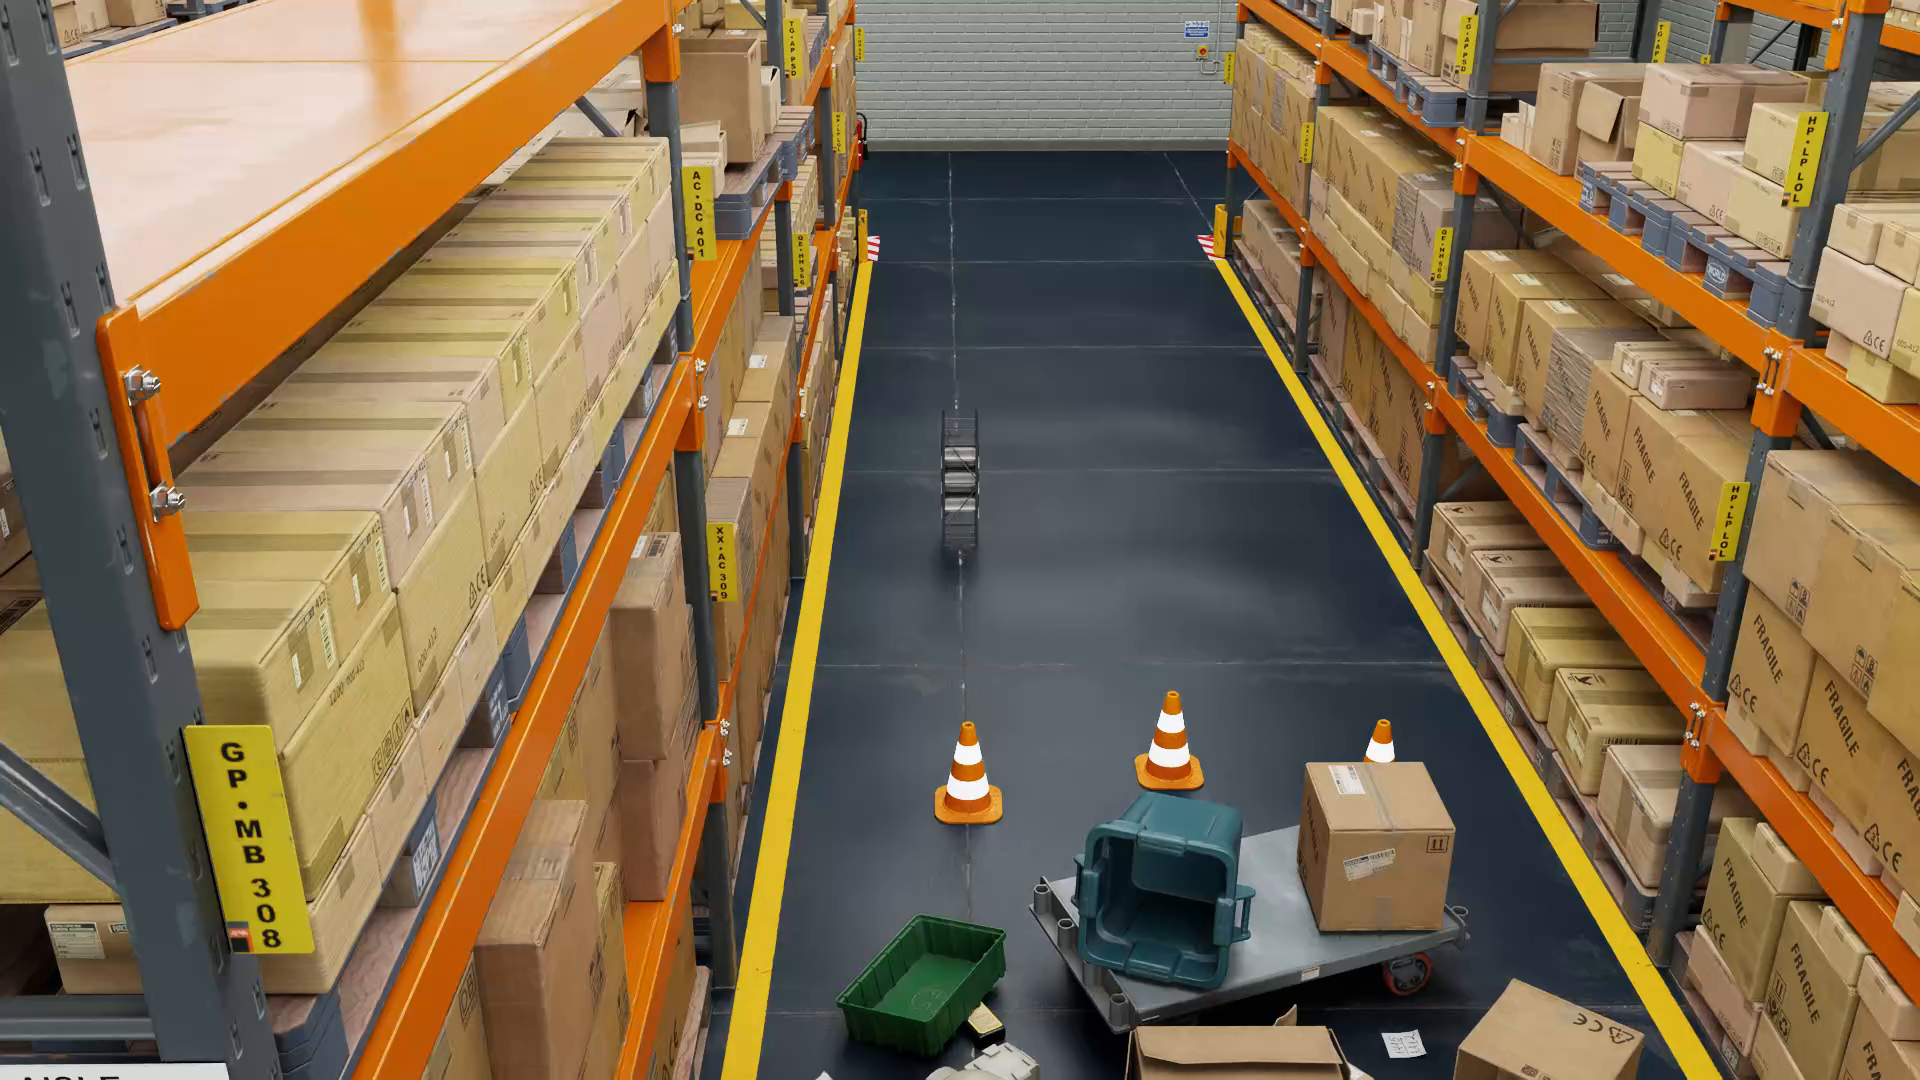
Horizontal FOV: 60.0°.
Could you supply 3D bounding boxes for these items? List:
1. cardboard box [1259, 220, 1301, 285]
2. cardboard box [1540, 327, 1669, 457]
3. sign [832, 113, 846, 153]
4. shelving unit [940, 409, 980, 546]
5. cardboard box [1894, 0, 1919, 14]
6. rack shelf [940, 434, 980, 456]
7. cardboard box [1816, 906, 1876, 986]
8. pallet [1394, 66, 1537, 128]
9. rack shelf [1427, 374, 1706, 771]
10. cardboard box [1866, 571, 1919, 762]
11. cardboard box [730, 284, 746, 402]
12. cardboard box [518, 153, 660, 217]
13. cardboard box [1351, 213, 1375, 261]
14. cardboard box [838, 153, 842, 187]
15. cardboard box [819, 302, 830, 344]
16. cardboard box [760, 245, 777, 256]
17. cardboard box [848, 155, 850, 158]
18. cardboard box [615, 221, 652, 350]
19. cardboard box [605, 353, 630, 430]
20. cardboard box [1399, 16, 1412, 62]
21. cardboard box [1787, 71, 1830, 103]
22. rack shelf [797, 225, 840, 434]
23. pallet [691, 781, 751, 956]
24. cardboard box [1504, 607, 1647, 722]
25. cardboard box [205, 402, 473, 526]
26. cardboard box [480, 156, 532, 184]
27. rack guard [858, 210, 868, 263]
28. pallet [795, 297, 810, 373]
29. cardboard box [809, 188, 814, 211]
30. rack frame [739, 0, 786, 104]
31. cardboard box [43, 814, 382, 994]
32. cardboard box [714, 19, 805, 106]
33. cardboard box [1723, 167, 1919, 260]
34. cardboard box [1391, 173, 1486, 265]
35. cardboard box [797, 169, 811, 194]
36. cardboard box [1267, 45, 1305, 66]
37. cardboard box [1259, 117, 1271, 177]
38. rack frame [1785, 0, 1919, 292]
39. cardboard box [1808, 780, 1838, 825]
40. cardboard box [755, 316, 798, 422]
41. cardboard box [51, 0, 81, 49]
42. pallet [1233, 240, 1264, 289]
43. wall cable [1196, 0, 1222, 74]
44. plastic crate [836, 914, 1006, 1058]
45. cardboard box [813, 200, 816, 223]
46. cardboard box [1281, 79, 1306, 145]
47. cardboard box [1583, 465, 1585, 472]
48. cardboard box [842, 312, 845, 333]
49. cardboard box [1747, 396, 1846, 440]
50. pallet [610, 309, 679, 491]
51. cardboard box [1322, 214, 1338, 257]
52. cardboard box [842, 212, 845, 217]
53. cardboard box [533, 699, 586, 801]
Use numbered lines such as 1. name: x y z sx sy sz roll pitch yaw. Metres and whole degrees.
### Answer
1. cardboard box: 3.490 -2.866 16.546 0.875 0.438 0.875 0 24 1
2. cardboard box: 3.248 -0.740 8.255 0.500 0.500 0.500 -1 24 -3
3. sign: -0.985 -3.310 13.523 0.100 0.325 0.005 0 24 -1
4. shelving unit: 0.000 -0.413 11.072 0.258 0.900 0.210 0 24 -1
5. cardboard box: 8.116 -4.498 13.735 0.500 0.250 0.500 0 24 0
6. rack shelf: 0.000 -0.629 10.974 0.258 0.077 0.200 0 24 -1
7. cardboard box: 3.181 1.386 5.674 0.380 0.149 0.250 1 24 1
8. pallet: 3.392 -2.740 10.257 1.213 0.211 1.003 1 24 2
9. rack shelf: 3.474 -0.042 8.576 1.077 0.370 4.000 0 24 -1
10. cardboard box: 3.246 0.418 4.991 0.700 0.500 0.500 -1 24 -2
11. cardboard box: -1.487 -1.026 8.545 0.700 0.500 0.500 -1 24 -1
12. cardboard box: -1.128 -1.081 5.066 0.380 0.149 0.250 0 24 -1
13. cardboard box: 3.151 -2.188 12.023 0.500 0.250 0.500 -1 24 -2
14. cardboard box: -1.306 -3.368 14.575 0.500 0.500 0.500 0 24 -1
15. cardboard box: -1.287 -1.655 12.882 0.500 0.250 0.500 1 24 2
16. cardboard box: -1.314 -1.780 10.619 0.380 0.149 0.250 -1 24 -2
17. cardboard box: -1.289 -3.868 16.467 0.380 0.149 0.250 0 24 1
18. cardboard box: -1.186 -0.743 4.802 0.500 0.250 0.500 0 24 -1
19. cardboard box: -1.118 -0.404 4.537 0.380 0.149 0.250 0 24 0
20. cardboard box: 3.087 -3.257 10.824 0.396 0.266 0.258 -1 24 -2
21. cardboard box: 8.080 -4.117 15.624 0.500 0.500 0.500 0 24 1
22. rack shelf: -1.519 -1.626 12.079 1.077 0.370 4.000 0 24 -1
23. pallet: -1.537 1.471 7.741 1.003 0.211 1.213 0 24 -1
24. cardboard box: 3.467 0.661 8.827 0.950 0.372 0.625 1 24 1
25. cardboard box: -1.102 -0.138 2.981 0.380 0.149 0.250 0 24 0
26. cardboard box: -1.621 -1.307 6.412 0.500 0.250 0.500 0 24 0
27. rack guard: -1.583 -3.256 17.843 1.175 0.500 0.348 0 24 -1
28. pallet: -1.611 -1.336 10.796 1.213 0.211 1.003 0 24 -1
29. cardboard box: -1.335 -2.617 12.830 0.380 0.149 0.250 1 24 2
30. rack frame: -1.497 -3.863 8.872 1.000 3.000 0.127 0 24 -1
31. cardboard box: -1.093 0.535 2.462 0.380 0.149 0.250 0 24 0
32. cardboard box: -1.249 -2.985 10.448 0.500 0.500 0.500 0 24 -1
33. cardboard box: 3.344 -1.275 6.462 0.500 0.250 0.500 -1 24 -2
34. cardboard box: 3.171 -2.118 10.959 0.500 0.500 0.500 0 24 0
35. cardboard box: -1.336 -2.744 12.751 0.380 0.149 0.250 -1 24 -2
36. cardboard box: 3.066 -4.500 15.439 0.380 0.149 0.250 -1 24 -2
37. cardboard box: 3.126 -3.713 15.697 0.500 0.500 0.500 1 24 1
38. rack frame: 3.496 -2.279 5.369 1.000 3.000 0.127 0 24 -1
39. cardboard box: 3.266 0.913 5.896 0.380 0.149 0.250 0 24 -1
40. cardboard box: -1.223 -0.991 9.680 0.500 0.500 0.500 0 24 -1
41. cardboard box: -6.501 -3.596 11.286 0.797 0.503 0.637 -1 24 -1
42. pallet: 3.452 -2.891 17.385 1.003 0.211 1.213 0 24 -1
43. wall cable: 3.280 -7.291 22.460 0.585 1.953 0.123 0 24 -1
44. plastic crate: -0.141 1.839 6.886 0.450 0.188 0.662 3 22 31
45. cardboard box: -1.334 -2.585 13.121 0.380 0.149 0.250 0 24 0
46. cardboard box: 3.130 -3.746 14.557 0.500 0.500 0.500 -1 24 -1
47. cardboard box: 3.317 -0.363 8.207 0.380 0.149 0.250 -1 24 -2
48. cardboard box: -1.226 -1.932 14.831 0.380 0.149 0.250 0 24 1
49. cardboard box: 3.771 -0.319 7.323 0.500 0.500 0.500 0 24 0
50. pallet: -1.455 -0.471 5.119 1.003 0.211 1.213 0 24 -1
51. cardboard box: 3.156 -2.378 13.050 0.500 0.250 0.500 -1 24 -2
52. cardboard box: -1.380 -3.269 17.066 0.380 0.149 0.250 0 24 0
53. cardboard box: -1.479 0.778 4.398 0.875 0.550 0.500 0 24 -1
